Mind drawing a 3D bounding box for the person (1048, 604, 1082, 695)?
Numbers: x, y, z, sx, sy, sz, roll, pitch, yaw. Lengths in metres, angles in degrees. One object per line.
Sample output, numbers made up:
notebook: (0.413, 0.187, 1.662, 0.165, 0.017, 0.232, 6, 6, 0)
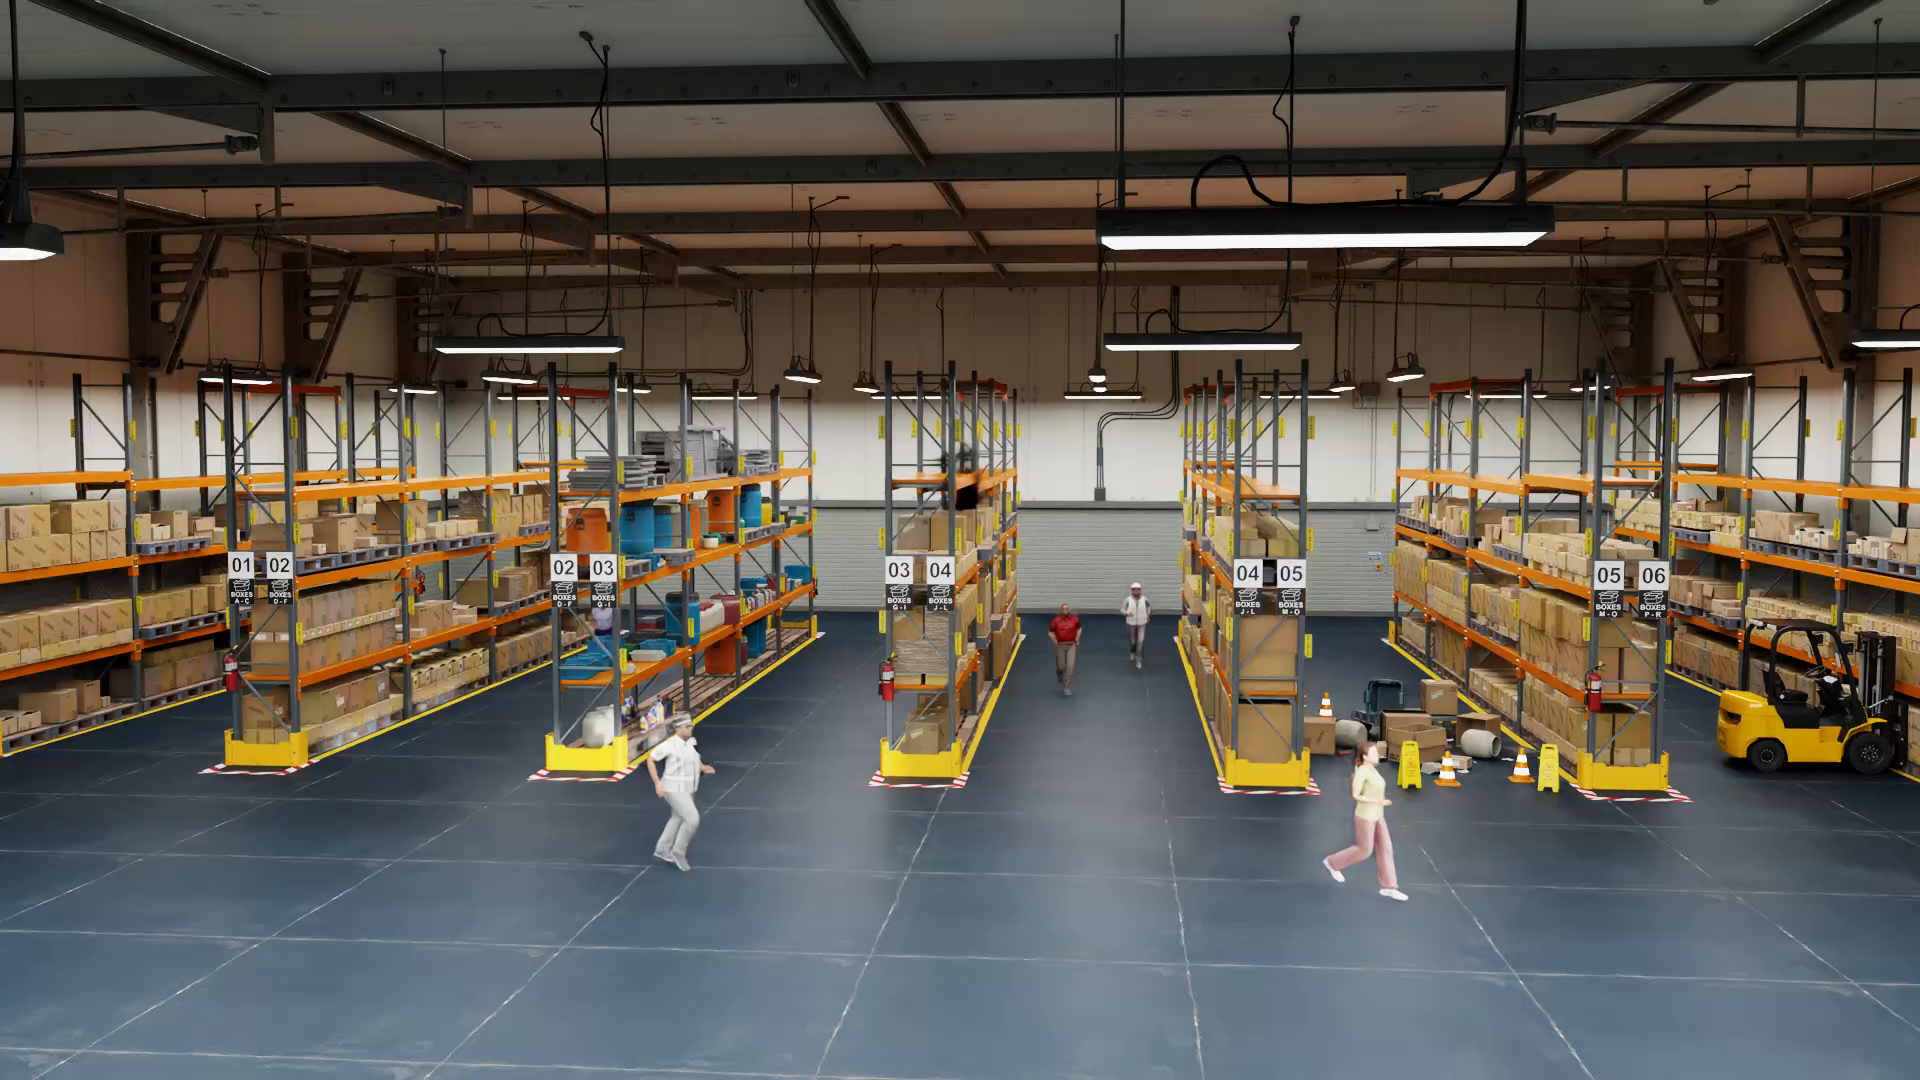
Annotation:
person: (2.026, 2.072, 31.886, 0.663, 1.717, 0.816, 0, 4, -1)

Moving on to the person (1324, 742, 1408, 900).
person: (4.369, 2.988, 17.855, 0.935, 1.663, 0.578, 3, 5, 36)

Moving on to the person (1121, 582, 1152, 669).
person: (3.743, 1.792, 35.288, 0.670, 1.790, 0.953, 0, 4, 5)

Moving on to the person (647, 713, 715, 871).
person: (-3.174, 2.880, 19.015, 0.826, 1.815, 0.627, 2, 4, 22)

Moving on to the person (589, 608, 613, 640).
person: (-7.334, 1.953, 34.266, 0.607, 1.590, 0.608, 0, 4, -6)
